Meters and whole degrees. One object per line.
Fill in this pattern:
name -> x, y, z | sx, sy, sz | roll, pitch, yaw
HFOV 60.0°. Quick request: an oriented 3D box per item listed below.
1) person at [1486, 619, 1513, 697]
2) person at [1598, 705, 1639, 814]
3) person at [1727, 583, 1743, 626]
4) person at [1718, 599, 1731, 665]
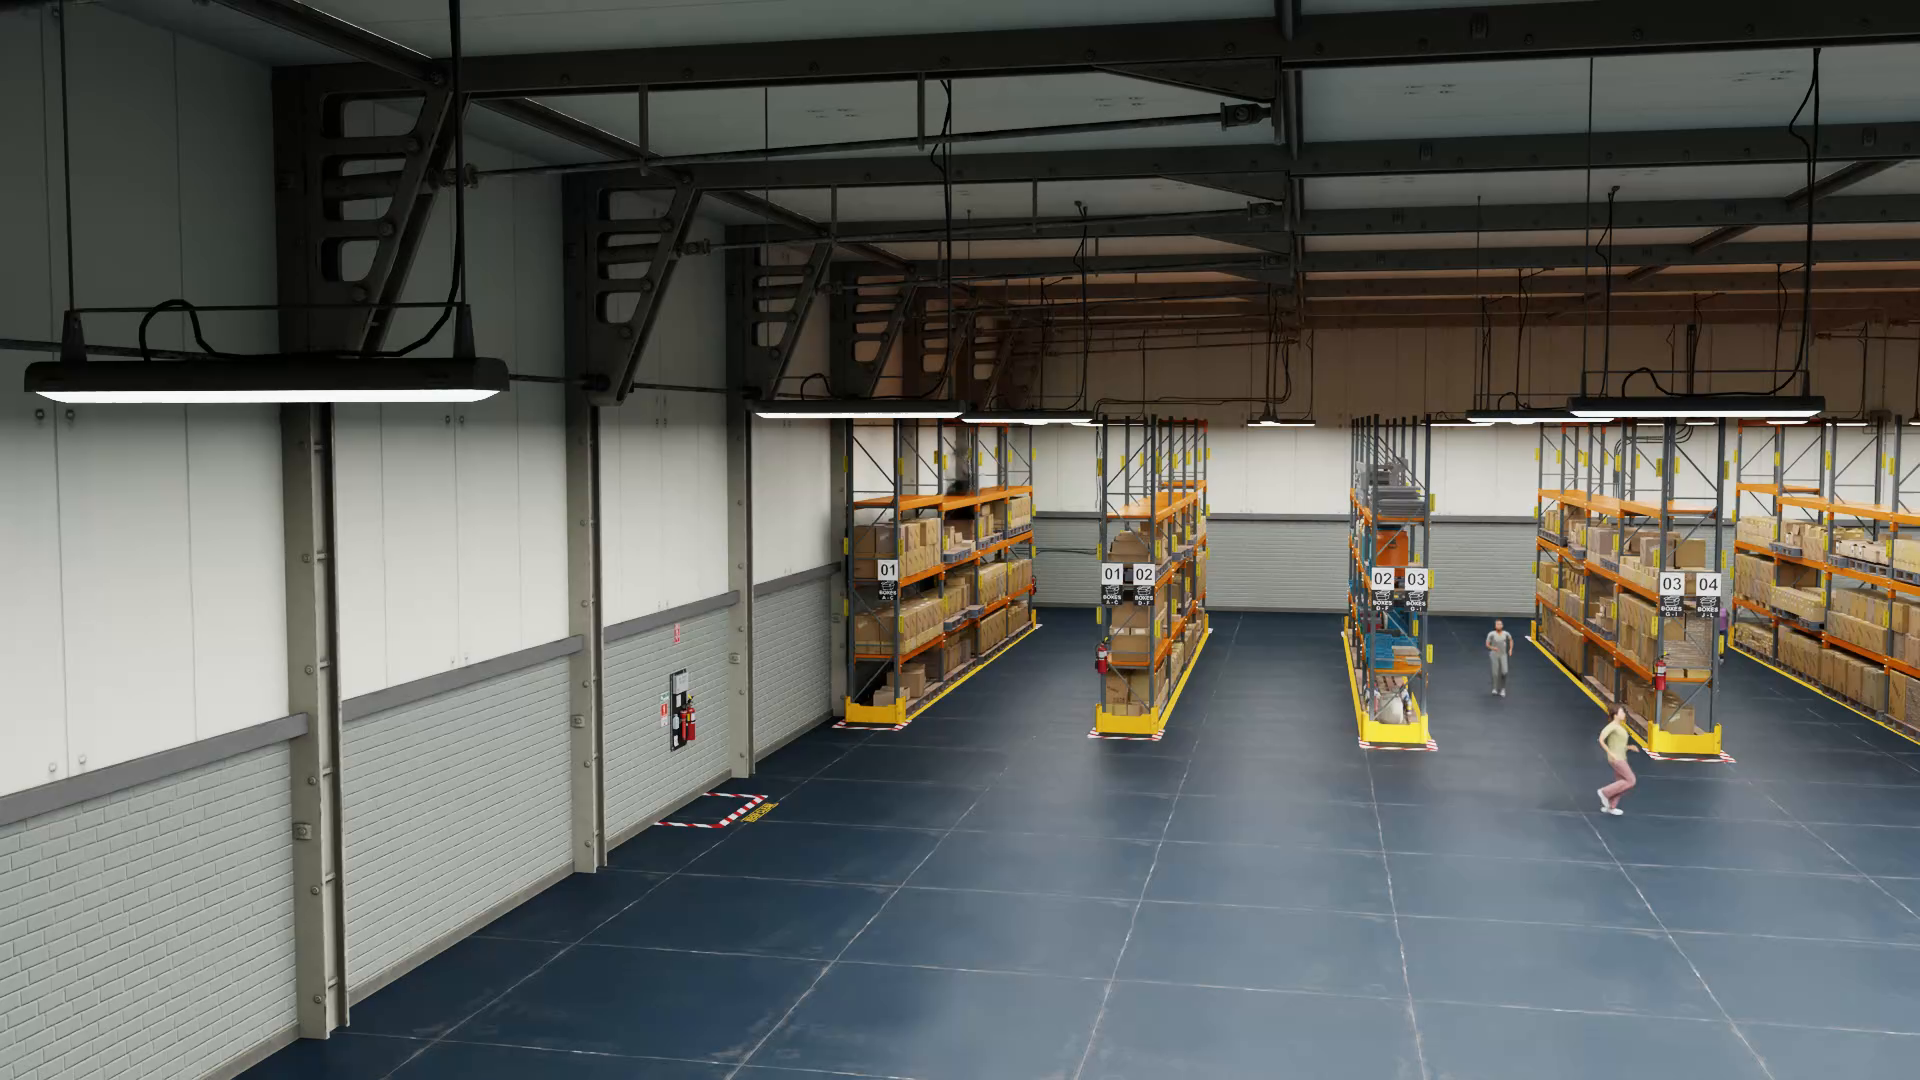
person -> 11.554, 2.543, 35.606 | 0.592, 1.649, 0.665 | 0, 4, 7
person -> 9.783, 3.264, 24.687 | 0.537, 1.630, 0.573 | 2, 5, 32
person -> 21.116, 1.903, 45.141 | 0.622, 1.678, 0.657 | 1, 4, 13
person -> 18.584, 2.236, 40.659 | 0.546, 1.609, 0.690 | 1, 4, 17
